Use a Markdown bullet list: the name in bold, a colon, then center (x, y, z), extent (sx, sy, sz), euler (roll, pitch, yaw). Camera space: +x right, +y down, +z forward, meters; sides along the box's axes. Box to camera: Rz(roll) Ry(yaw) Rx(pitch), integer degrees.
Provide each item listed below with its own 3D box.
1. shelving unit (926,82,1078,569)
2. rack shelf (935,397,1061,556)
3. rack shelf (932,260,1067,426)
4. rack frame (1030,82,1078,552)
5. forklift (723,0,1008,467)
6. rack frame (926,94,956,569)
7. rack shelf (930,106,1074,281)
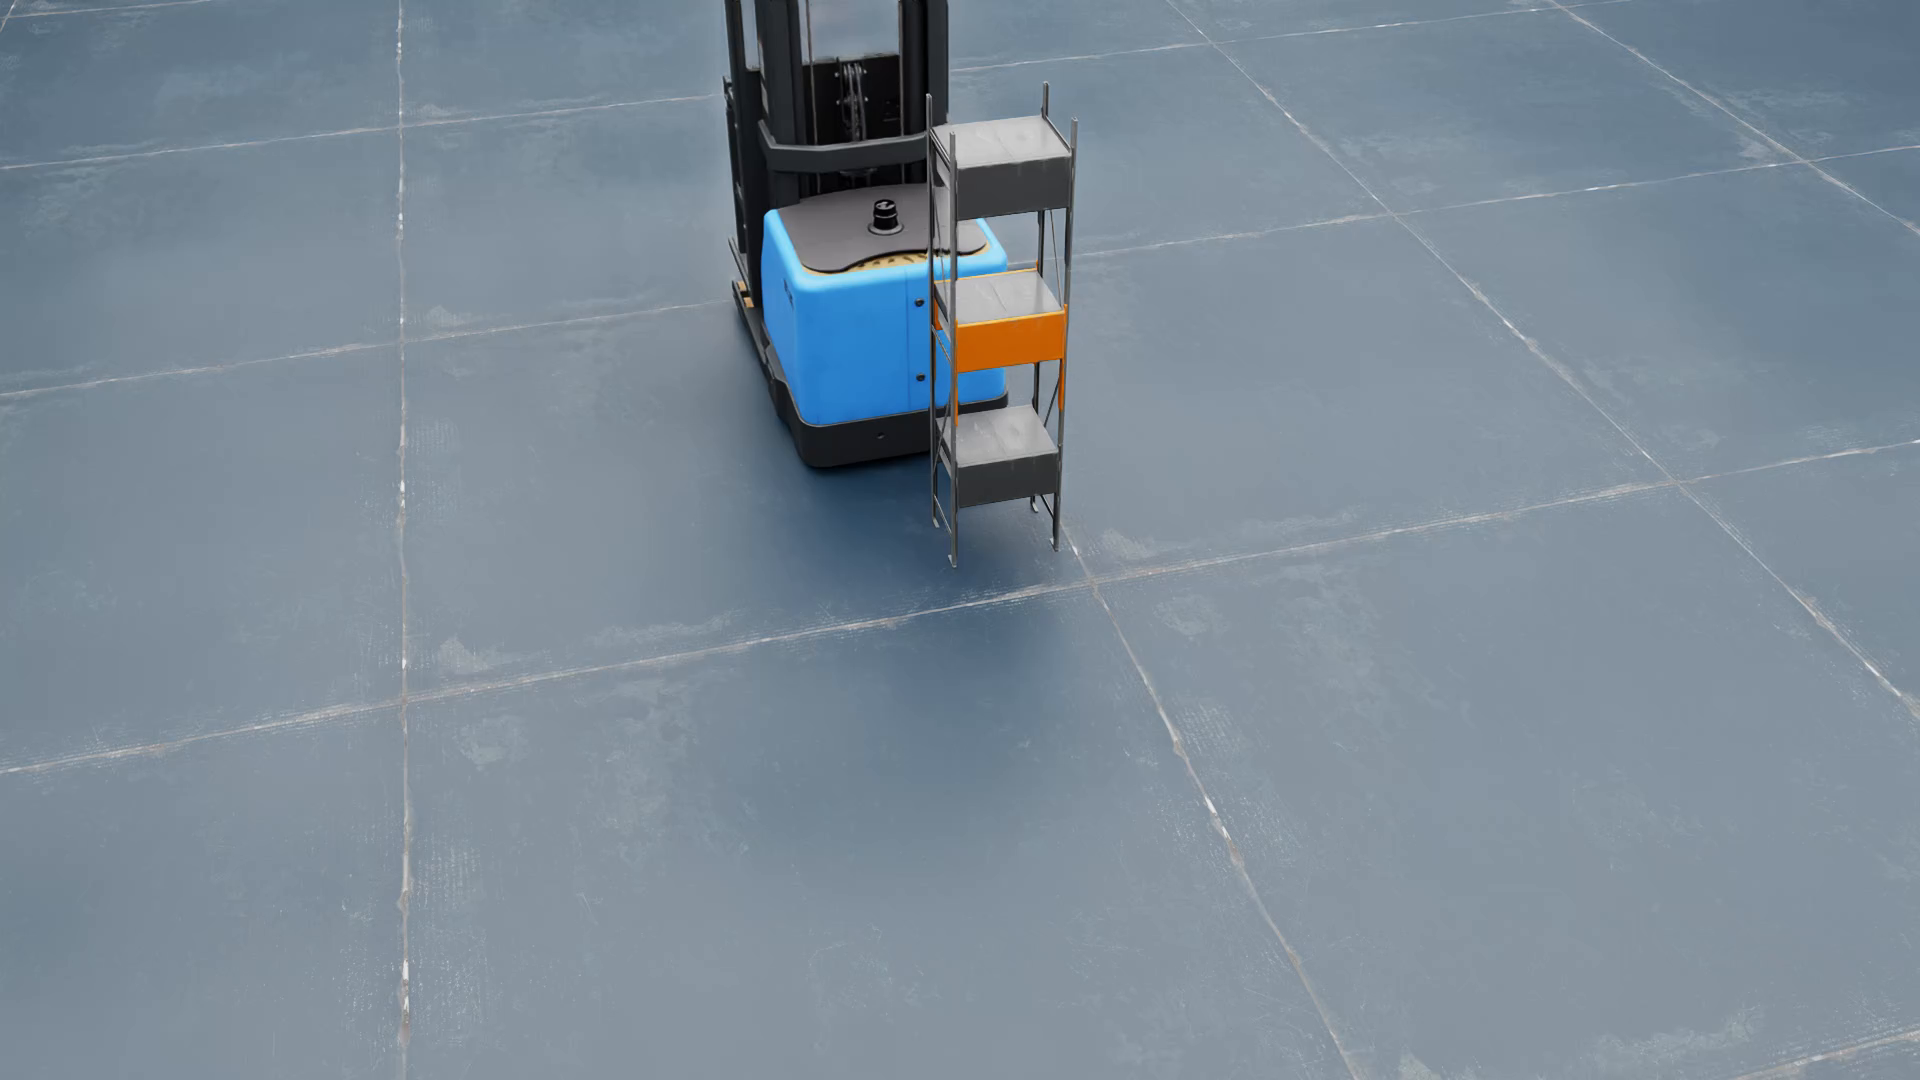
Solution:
- **shelving unit**: center (0.160, -0.860, 7.146), extent (0.503, 2.100, 0.431), euler (-9, 38, -12)
- **rack shelf**: center (0.160, -0.293, 7.580), extent (0.480, 0.518, 0.431), euler (-9, 38, -12)
- **rack shelf**: center (0.160, -0.849, 7.155), extent (0.480, 0.518, 0.431), euler (-9, 38, -12)
- **rack frame**: center (0.395, -0.899, 7.197), extent (0.015, 2.100, 0.400), euler (-9, 38, -12)
- **forklift**: center (-0.662, -2.416, 8.496), extent (1.130, 2.935, 3.031), euler (-10, 39, -13)
- **rack frame**: center (-0.076, -0.822, 7.096), extent (0.015, 2.100, 0.400), euler (-9, 38, -12)
- **rack shelf**: center (0.160, -1.405, 6.729), extent (0.480, 0.518, 0.431), euler (-9, 38, -12)
